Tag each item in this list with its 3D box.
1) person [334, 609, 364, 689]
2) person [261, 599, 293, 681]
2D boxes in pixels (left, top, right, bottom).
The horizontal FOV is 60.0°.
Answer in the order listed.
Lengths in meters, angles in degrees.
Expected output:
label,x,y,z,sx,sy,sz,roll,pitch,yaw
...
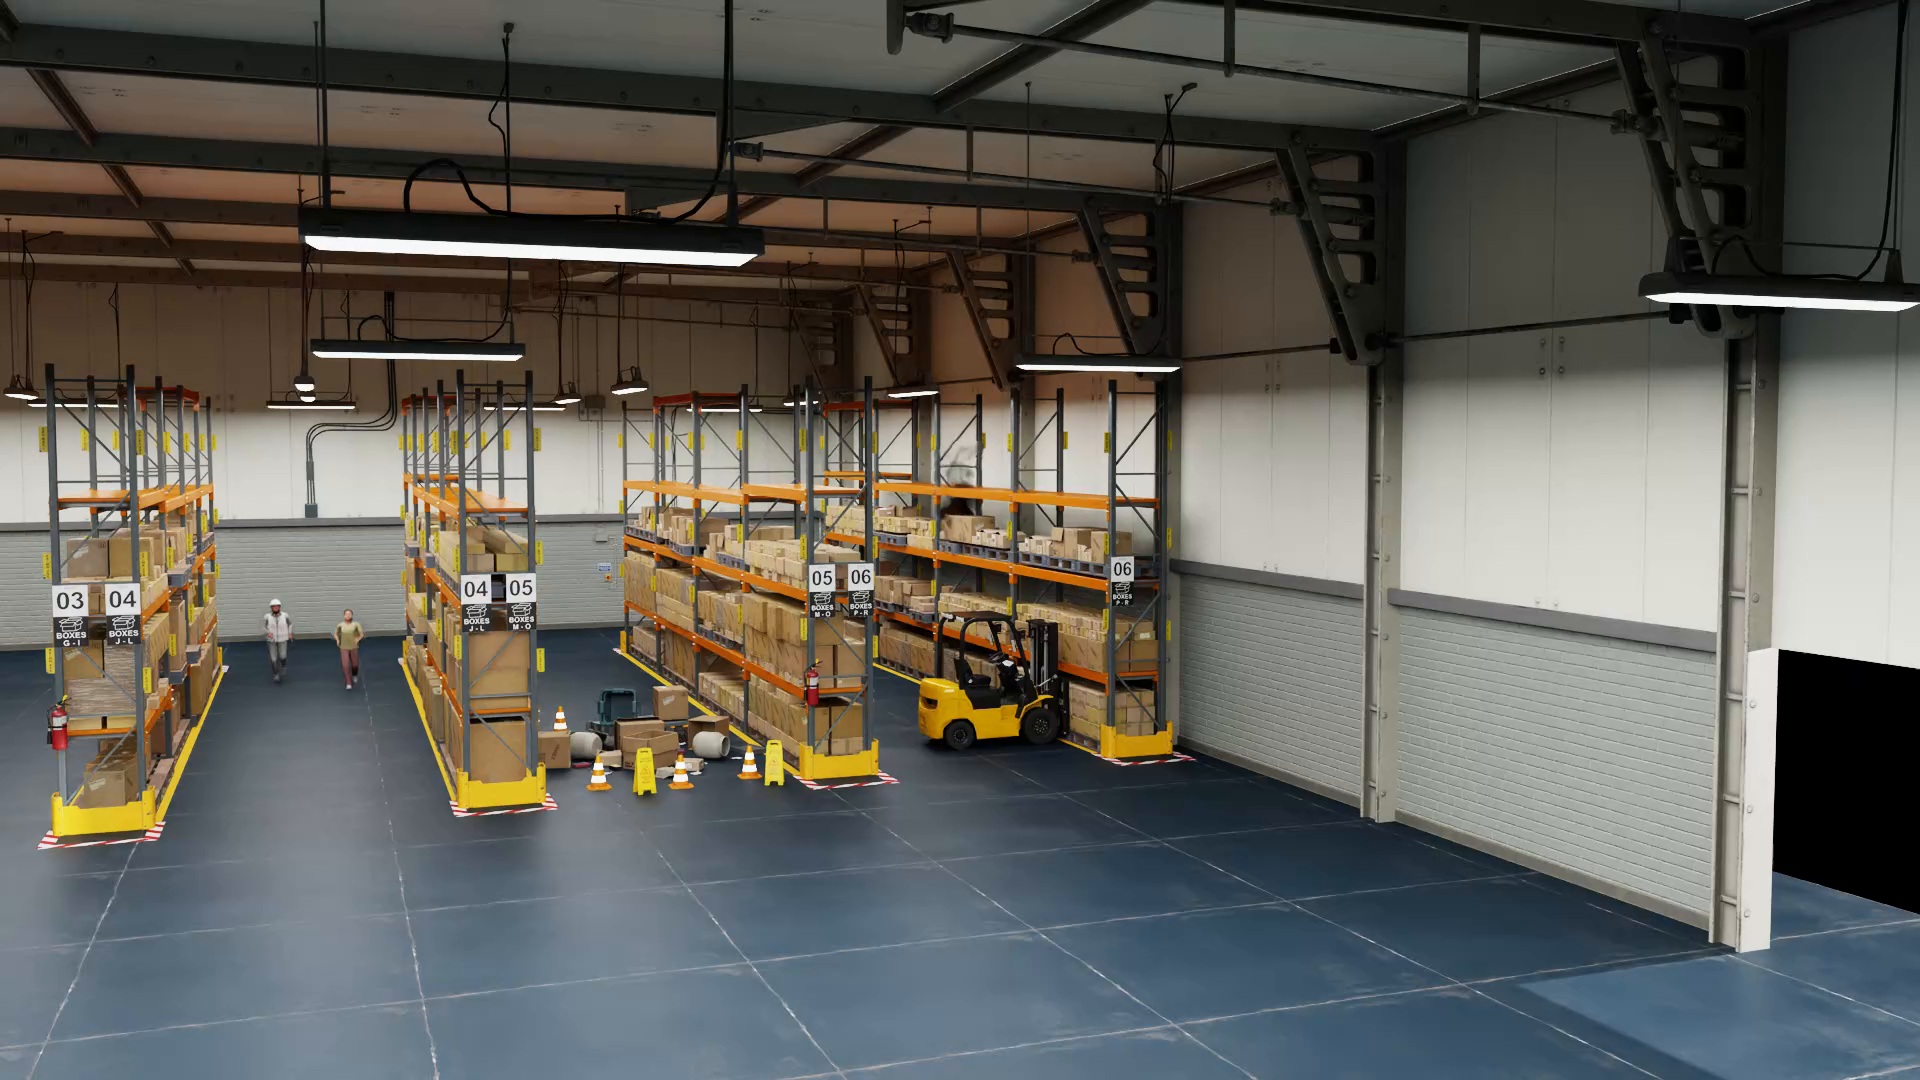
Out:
label,x,y,z,sx,sy,sz,roll,pitch,yaw
person,-12.449,2.209,33.863,0.580,1.620,0.625,-1,3,-17
person,-14.302,2.098,34.853,0.642,1.725,0.652,-1,4,-24
